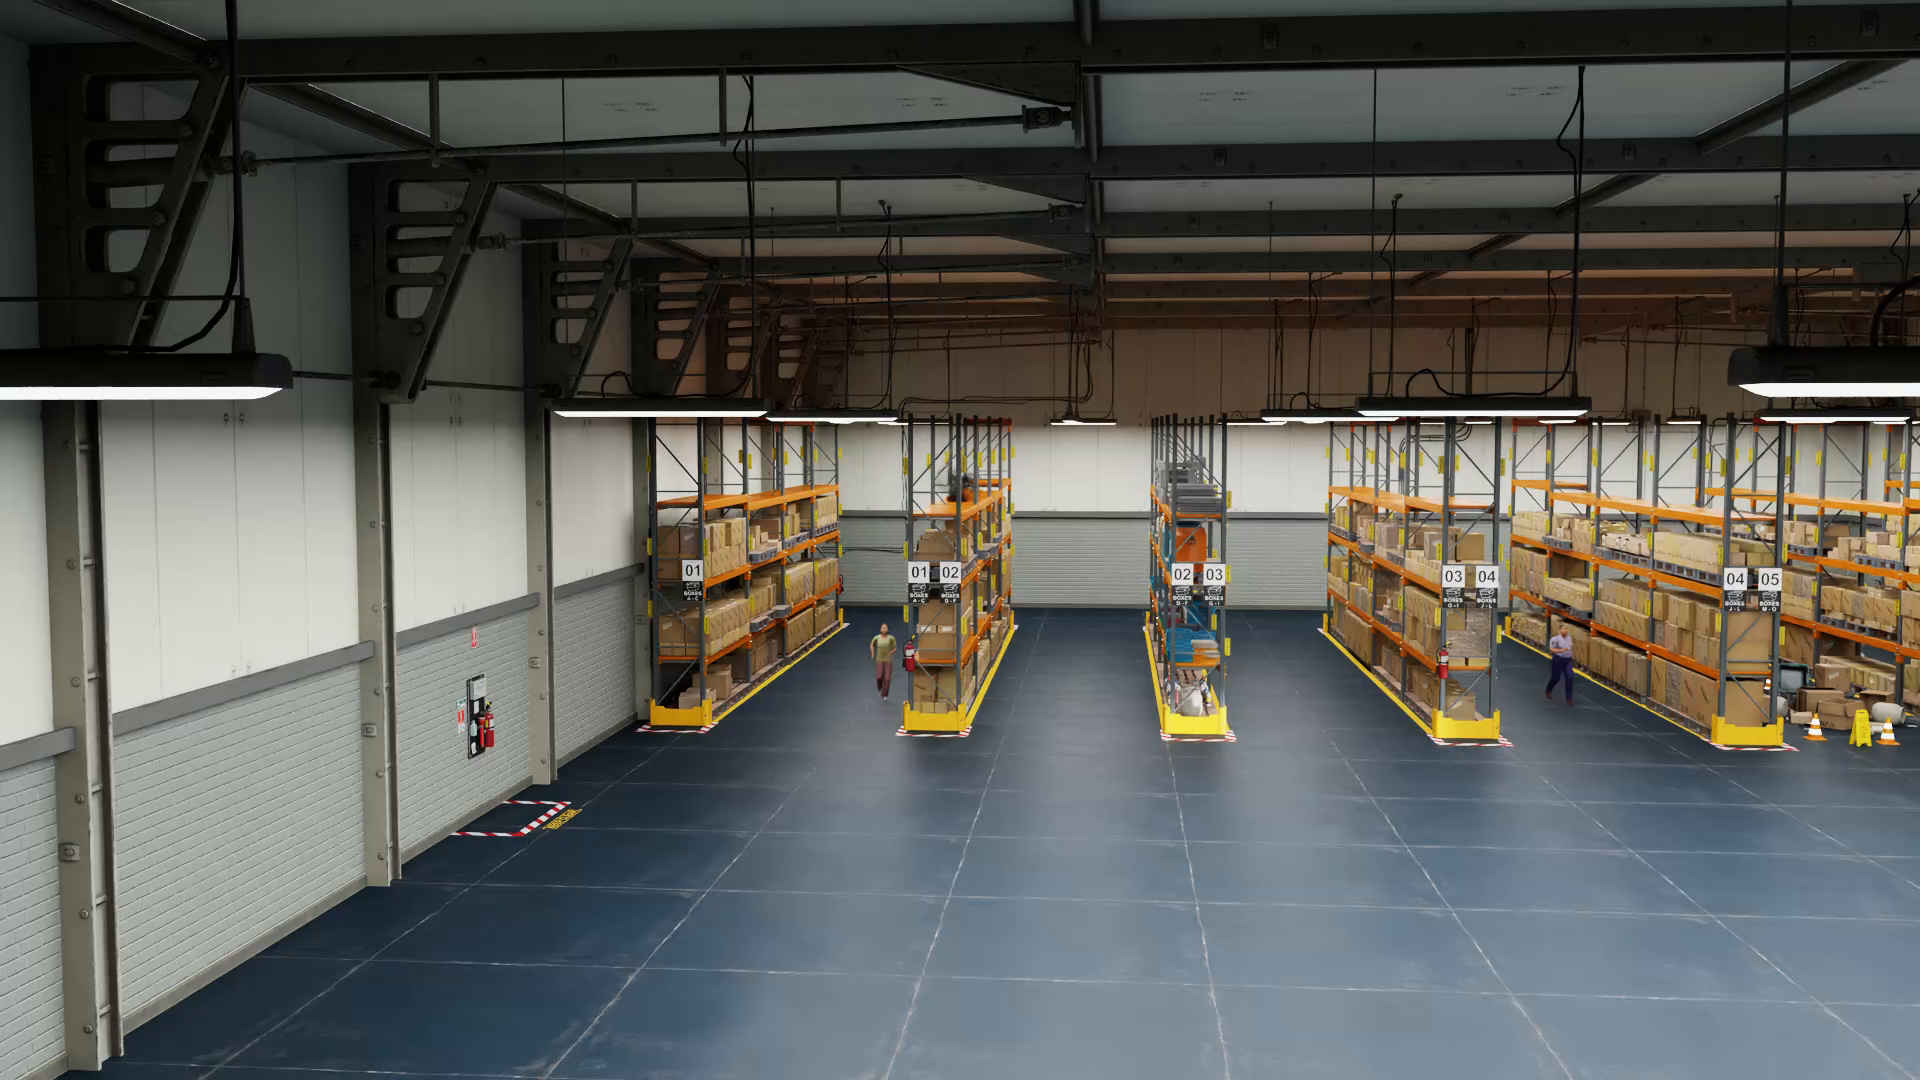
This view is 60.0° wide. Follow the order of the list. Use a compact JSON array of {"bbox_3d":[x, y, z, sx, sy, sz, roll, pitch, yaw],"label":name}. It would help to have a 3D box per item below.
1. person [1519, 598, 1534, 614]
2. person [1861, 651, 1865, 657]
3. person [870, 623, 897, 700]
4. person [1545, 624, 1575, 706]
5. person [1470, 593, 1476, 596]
[{"bbox_3d":[16.156,1.616,47.481,0.967,1.760,0.665,-1,4,-21],"label":"person"},{"bbox_3d":[21.465,2.129,39.779,0.697,1.783,1.044,0,4,2],"label":"person"},{"bbox_3d":[-1.588,2.539,34.641,0.573,1.630,0.548,0,4,-2],"label":"person"},{"bbox_3d":[12.472,2.566,34.499,0.632,1.642,0.902,-1,4,-11],"label":"person"},{"bbox_3d":[14.572,1.747,47.285,0.770,1.613,0.738,0,4,-7],"label":"person"}]
